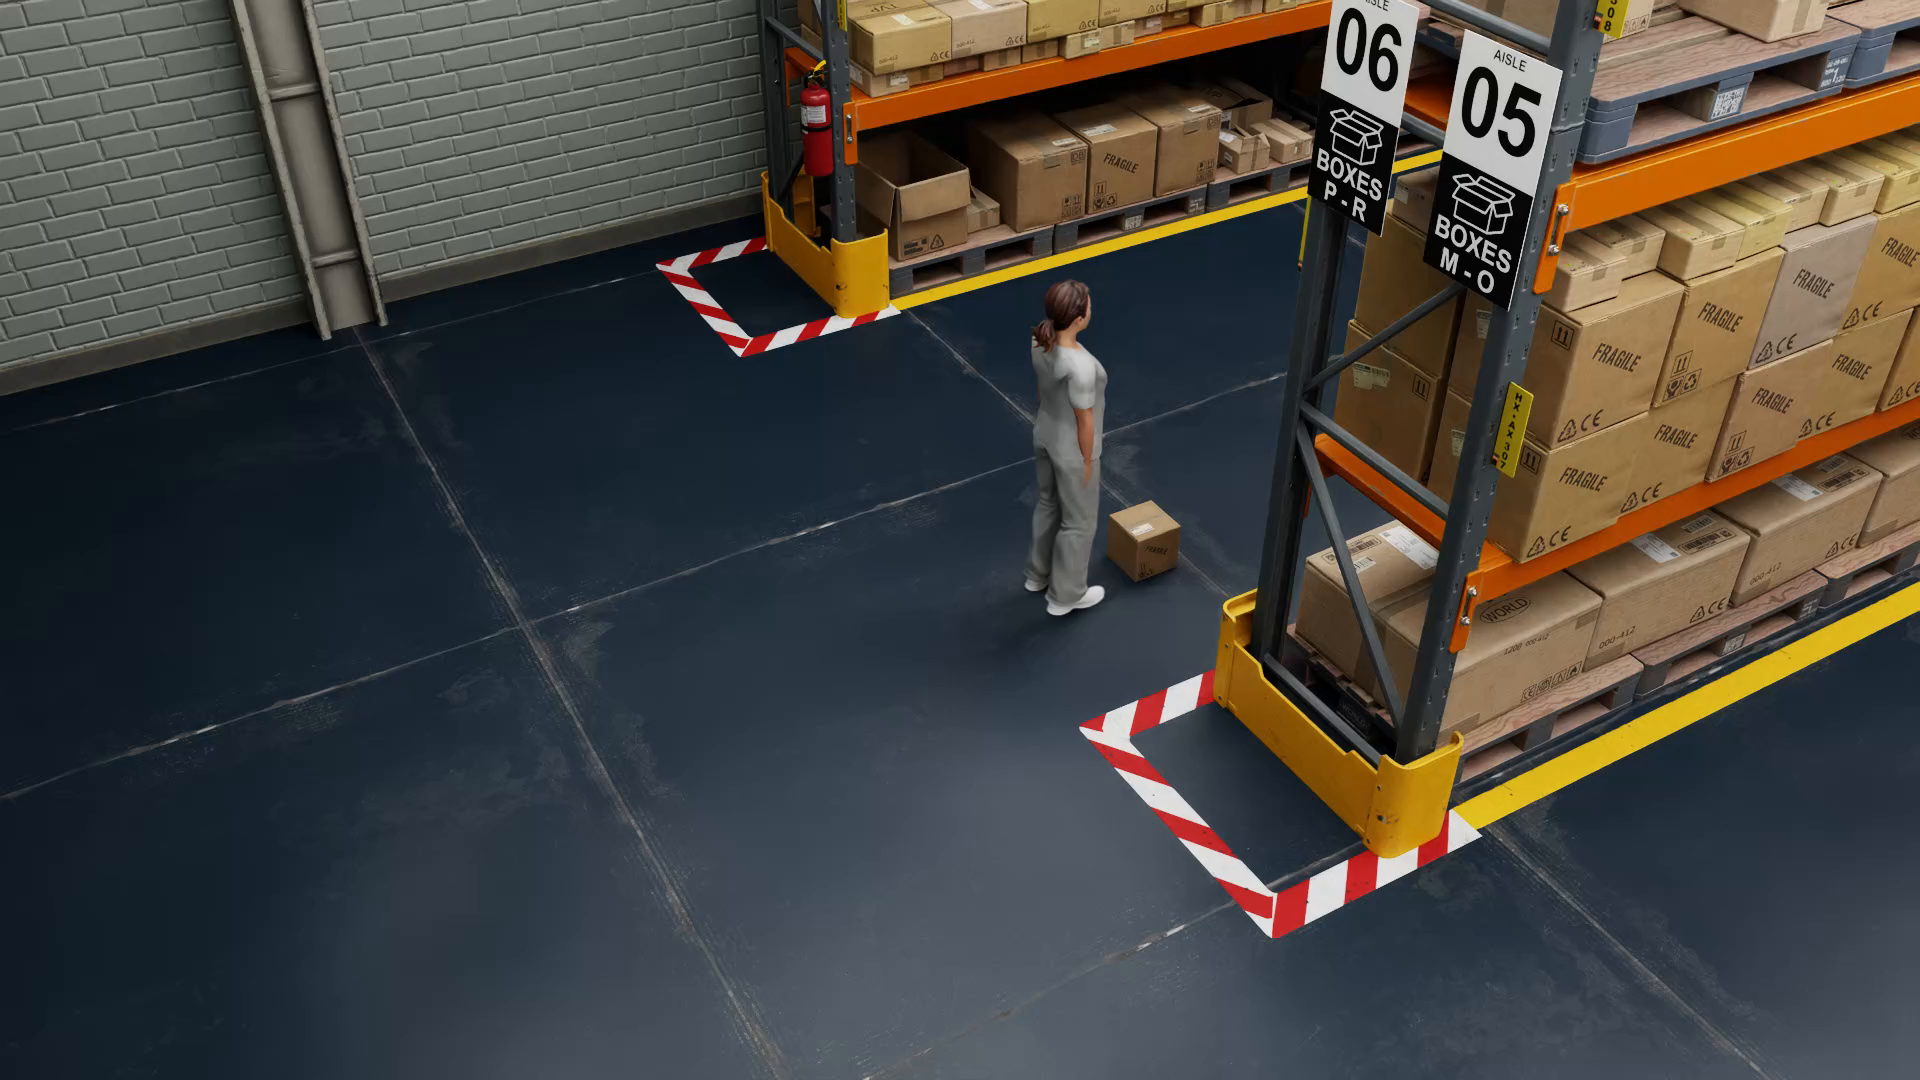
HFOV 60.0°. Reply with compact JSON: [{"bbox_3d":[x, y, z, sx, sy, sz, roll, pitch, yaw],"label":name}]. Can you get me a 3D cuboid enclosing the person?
[{"bbox_3d":[0.467,-0.417,7.488,0.362,1.670,0.437,-18,41,-23],"label":"person"}]
